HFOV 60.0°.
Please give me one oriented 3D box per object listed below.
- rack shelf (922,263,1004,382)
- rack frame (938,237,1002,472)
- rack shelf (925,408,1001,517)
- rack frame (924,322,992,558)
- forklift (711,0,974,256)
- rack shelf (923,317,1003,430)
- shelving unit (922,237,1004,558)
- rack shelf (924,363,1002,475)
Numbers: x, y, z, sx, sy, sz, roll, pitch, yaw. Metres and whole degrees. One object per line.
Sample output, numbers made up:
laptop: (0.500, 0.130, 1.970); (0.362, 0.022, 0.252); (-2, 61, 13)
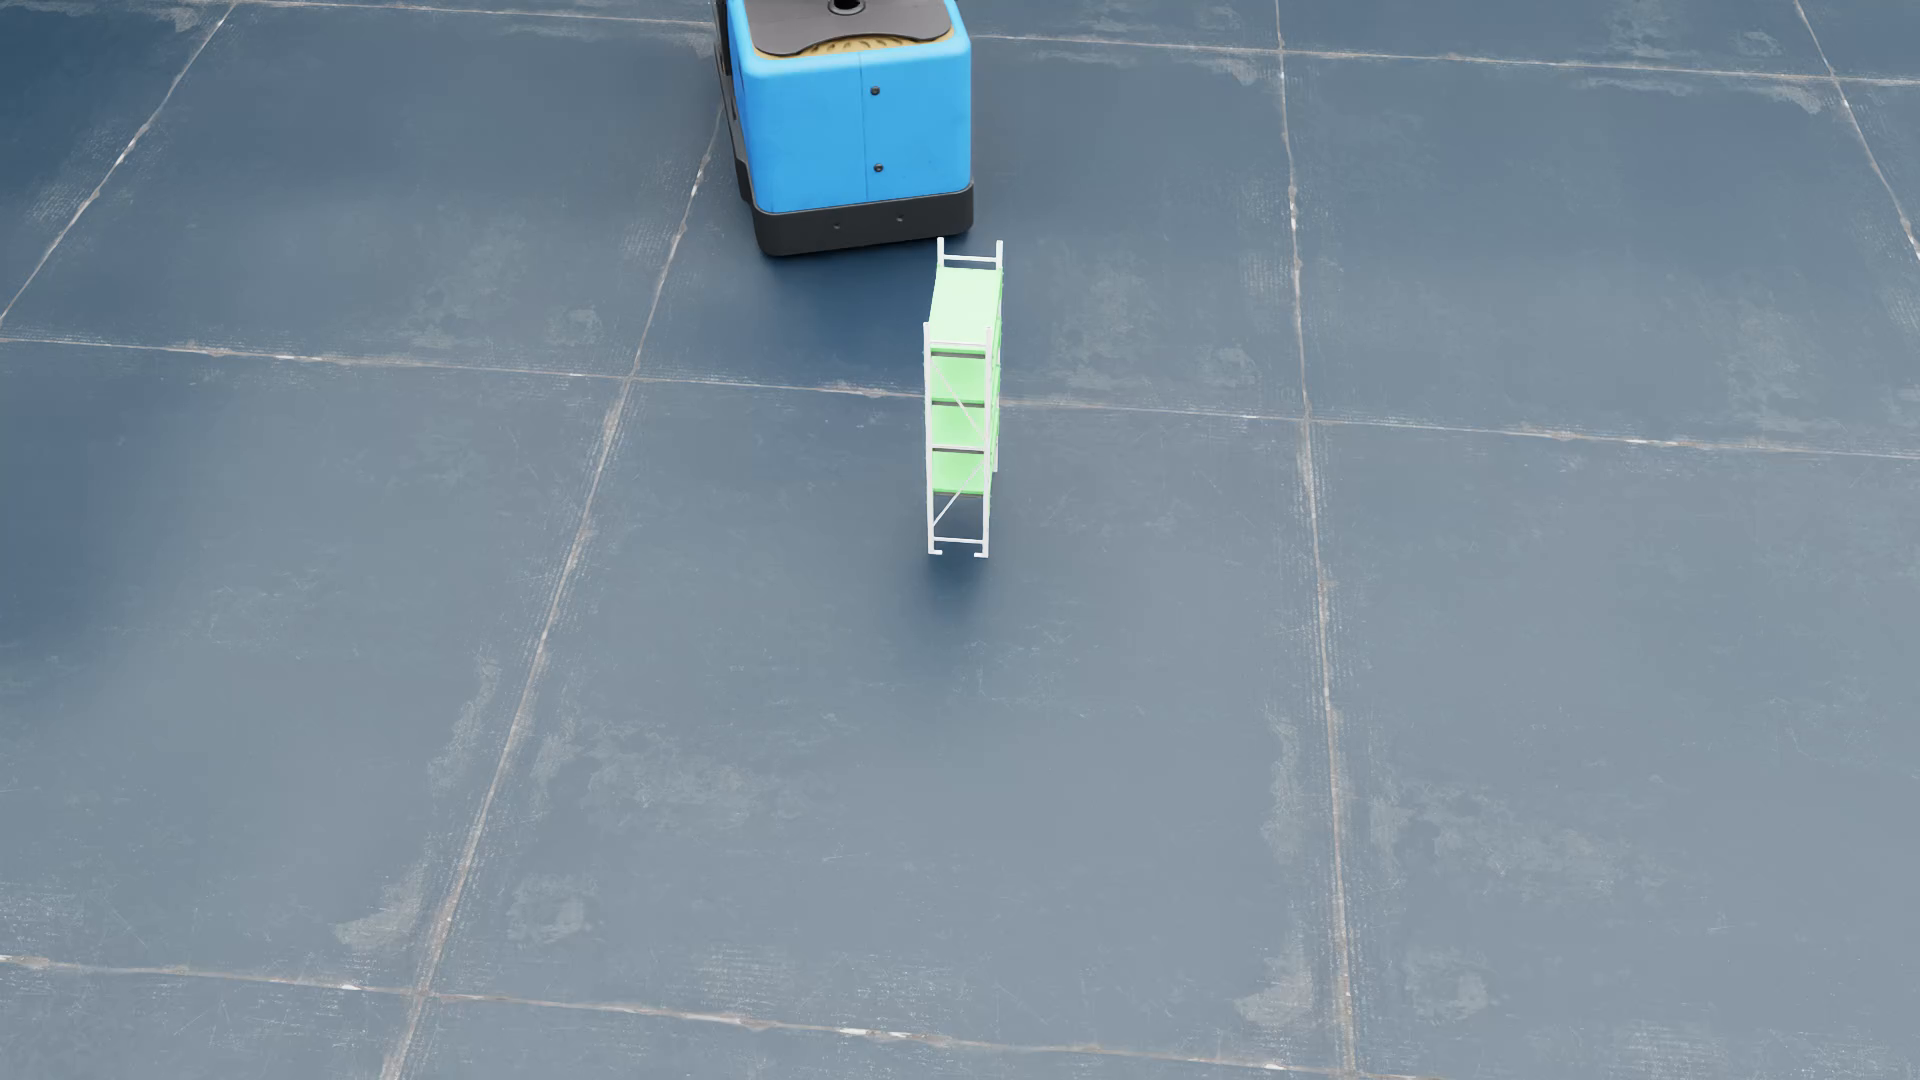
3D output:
rack shelf: (0.015, -0.807, 6.137); (0.258, 0.148, 0.480); (4, 48, 4)
rack frame: (0.037, -0.706, 6.608); (0.240, 1.200, 0.015); (4, 48, 4)
rack shelf: (0.015, -0.321, 6.669); (0.258, 0.148, 0.480); (4, 48, 4)
rack frame: (-0.007, -0.347, 6.280); (0.240, 1.200, 0.015); (4, 48, 4)
forklift: (-0.729, -3.450, 7.945); (1.130, 2.935, 3.031); (-8, 48, -8)
rack shelf: (0.015, -0.645, 6.314); (0.258, 0.148, 0.480); (4, 48, 4)
shelving unit: (0.015, -0.527, 6.444); (0.258, 1.200, 0.503); (4, 48, 4)
rack shelf: (0.015, -0.483, 6.492); (0.258, 0.148, 0.480); (4, 48, 4)
